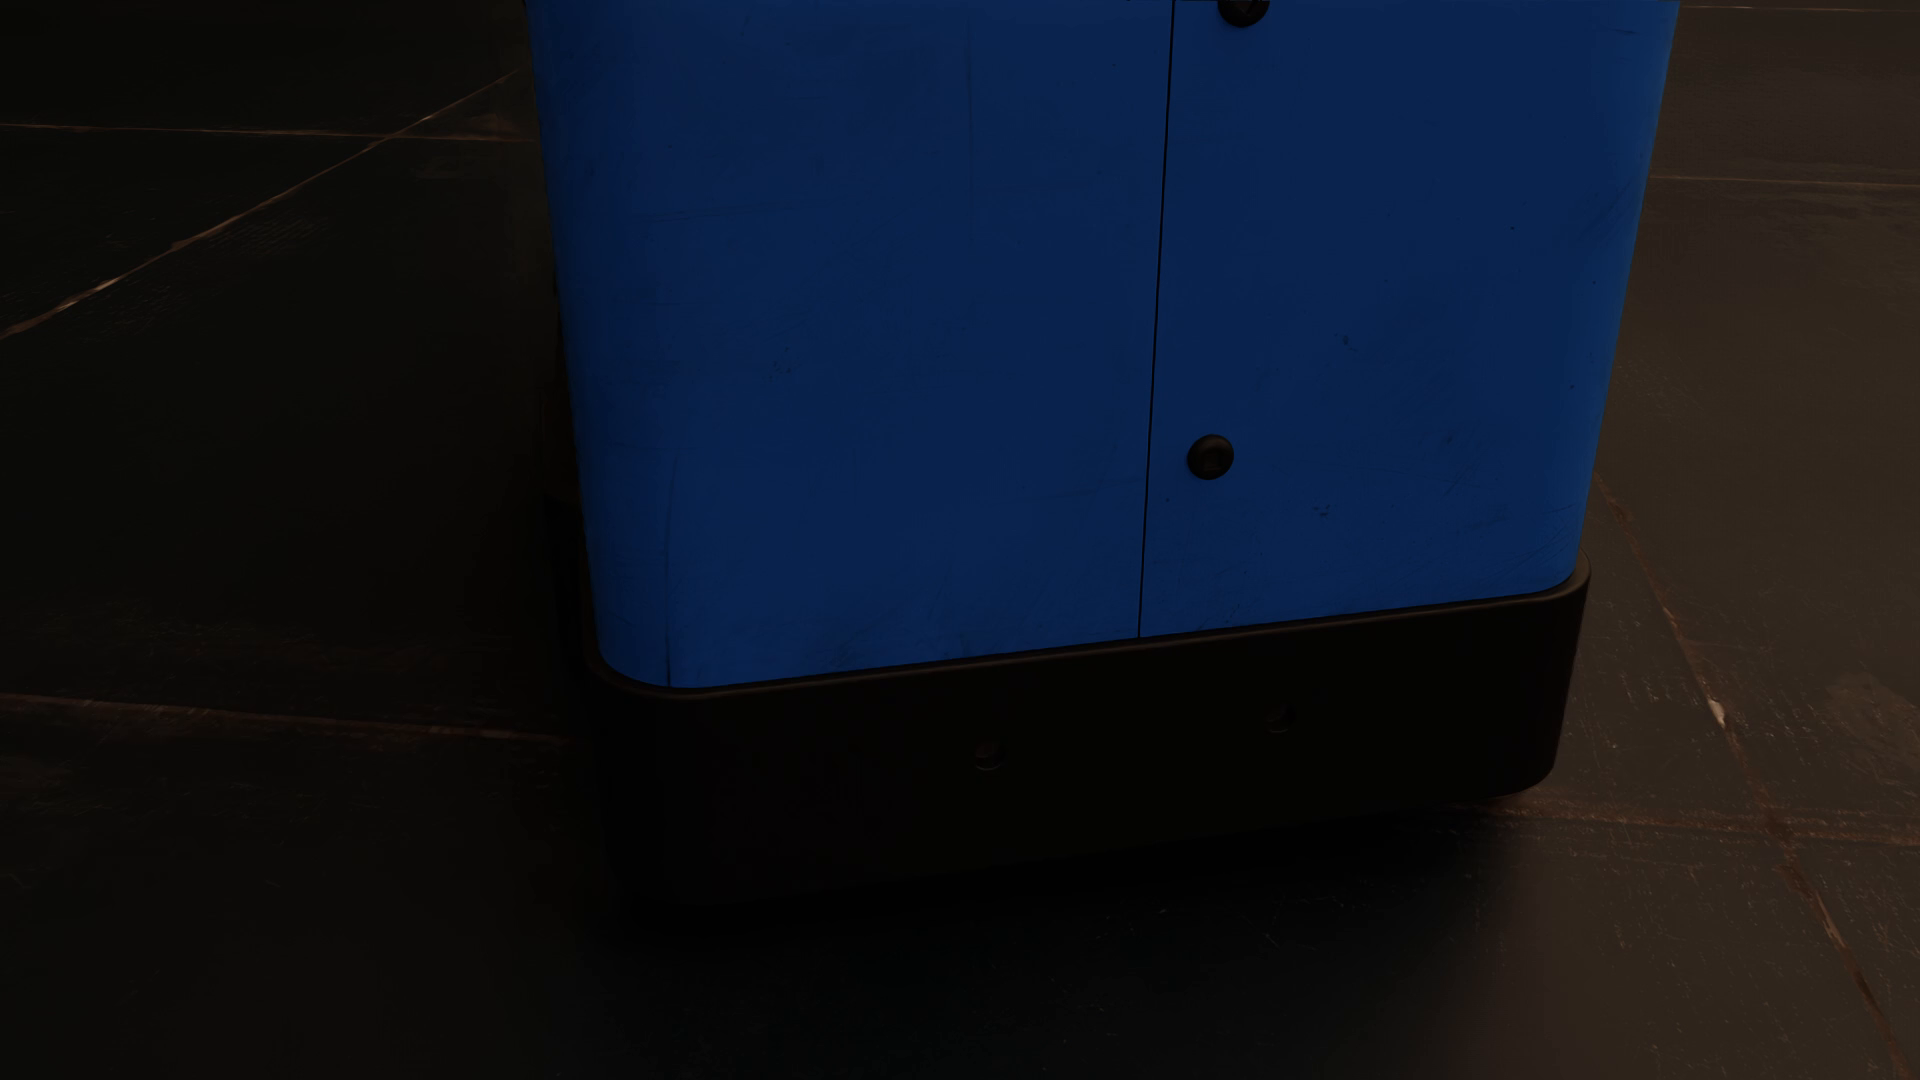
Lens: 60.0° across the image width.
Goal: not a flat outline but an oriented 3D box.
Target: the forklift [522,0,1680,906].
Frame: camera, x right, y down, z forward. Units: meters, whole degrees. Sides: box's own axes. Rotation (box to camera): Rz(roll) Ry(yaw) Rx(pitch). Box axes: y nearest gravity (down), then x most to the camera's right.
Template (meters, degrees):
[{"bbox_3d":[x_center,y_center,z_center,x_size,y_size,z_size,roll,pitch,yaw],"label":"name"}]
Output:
[{"bbox_3d":[-0.155,-1.591,2.405,1.130,2.935,3.031,-6,27,-11],"label":"forklift"}]
